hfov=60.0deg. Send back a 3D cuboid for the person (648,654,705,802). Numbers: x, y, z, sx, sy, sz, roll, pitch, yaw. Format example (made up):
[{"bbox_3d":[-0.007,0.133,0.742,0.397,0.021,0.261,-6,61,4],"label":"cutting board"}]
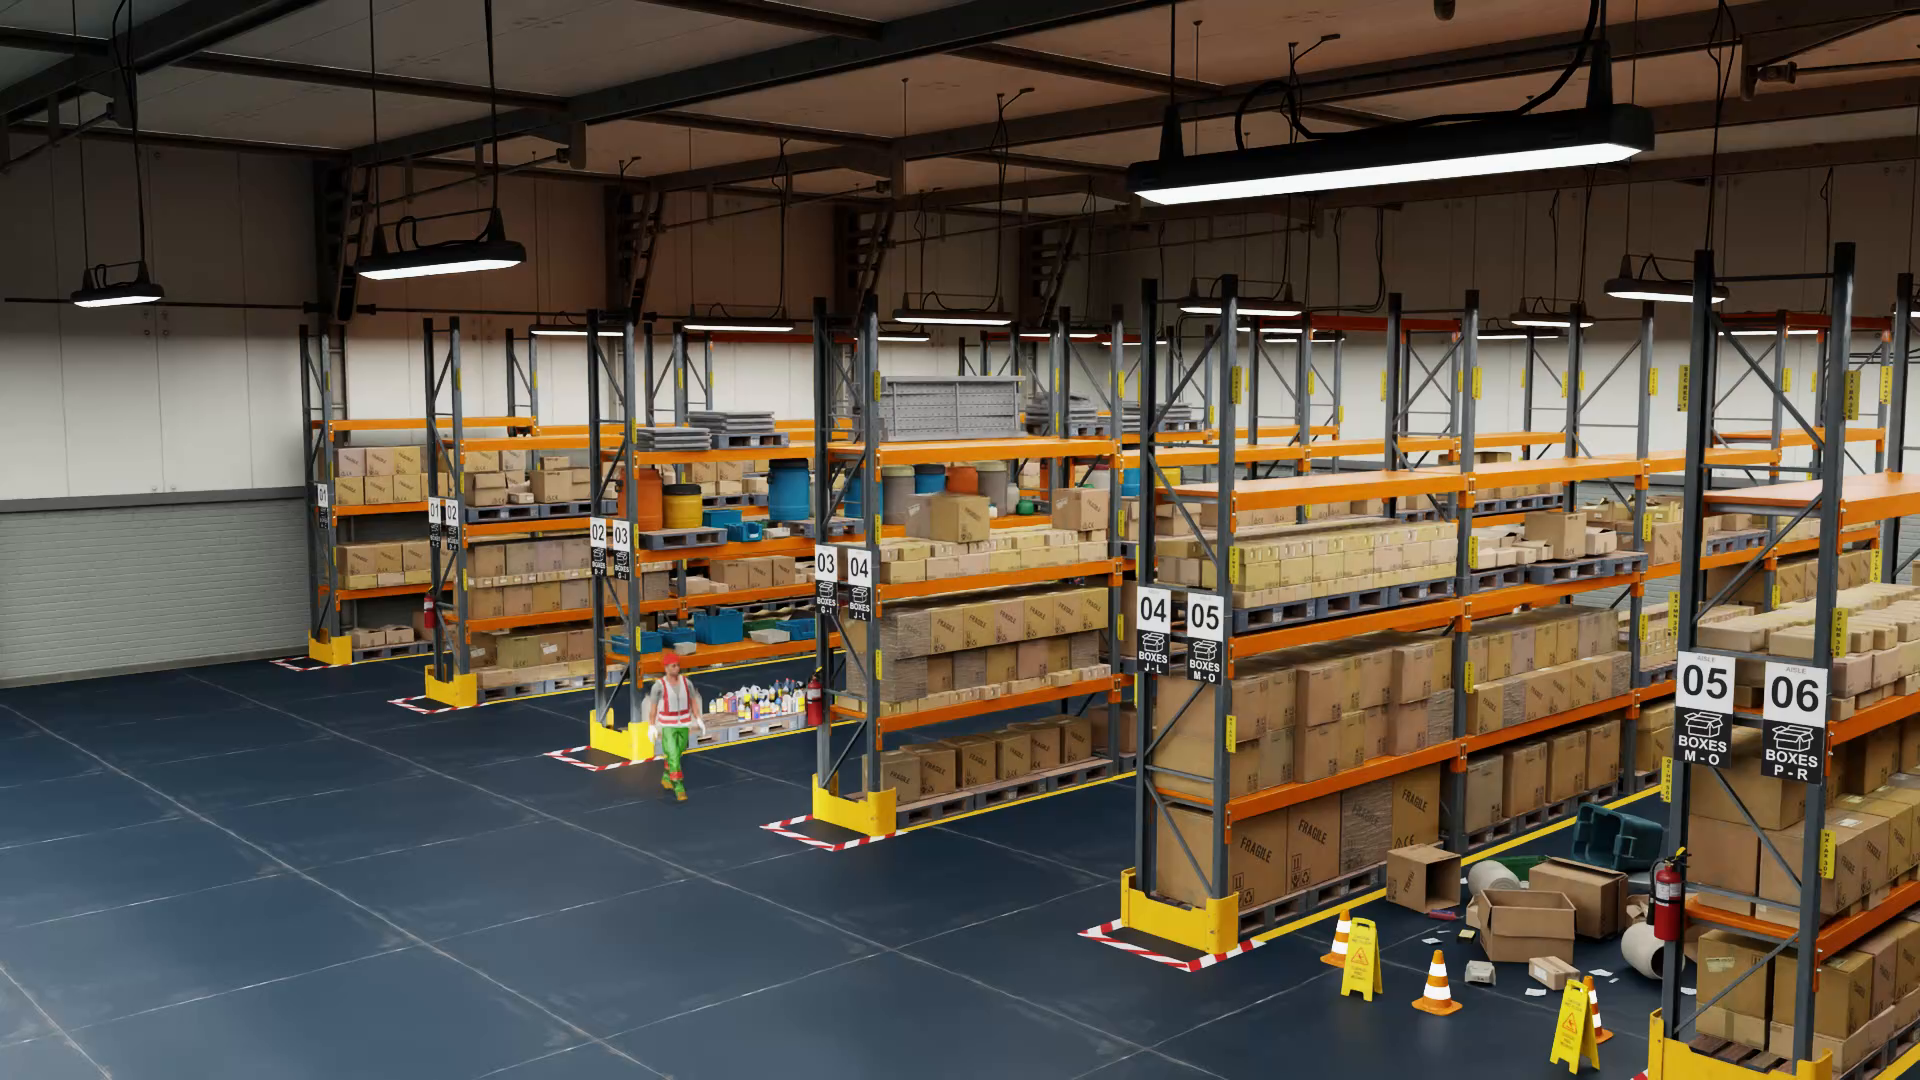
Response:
[{"bbox_3d":[-3.428,2.252,20.153,0.636,1.743,1.023,-3,7,-31],"label":"person"}]

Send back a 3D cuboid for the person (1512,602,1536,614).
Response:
[{"bbox_3d":[8.810,1.642,26.069,0.596,1.715,1.054,5,8,42],"label":"person"}]
